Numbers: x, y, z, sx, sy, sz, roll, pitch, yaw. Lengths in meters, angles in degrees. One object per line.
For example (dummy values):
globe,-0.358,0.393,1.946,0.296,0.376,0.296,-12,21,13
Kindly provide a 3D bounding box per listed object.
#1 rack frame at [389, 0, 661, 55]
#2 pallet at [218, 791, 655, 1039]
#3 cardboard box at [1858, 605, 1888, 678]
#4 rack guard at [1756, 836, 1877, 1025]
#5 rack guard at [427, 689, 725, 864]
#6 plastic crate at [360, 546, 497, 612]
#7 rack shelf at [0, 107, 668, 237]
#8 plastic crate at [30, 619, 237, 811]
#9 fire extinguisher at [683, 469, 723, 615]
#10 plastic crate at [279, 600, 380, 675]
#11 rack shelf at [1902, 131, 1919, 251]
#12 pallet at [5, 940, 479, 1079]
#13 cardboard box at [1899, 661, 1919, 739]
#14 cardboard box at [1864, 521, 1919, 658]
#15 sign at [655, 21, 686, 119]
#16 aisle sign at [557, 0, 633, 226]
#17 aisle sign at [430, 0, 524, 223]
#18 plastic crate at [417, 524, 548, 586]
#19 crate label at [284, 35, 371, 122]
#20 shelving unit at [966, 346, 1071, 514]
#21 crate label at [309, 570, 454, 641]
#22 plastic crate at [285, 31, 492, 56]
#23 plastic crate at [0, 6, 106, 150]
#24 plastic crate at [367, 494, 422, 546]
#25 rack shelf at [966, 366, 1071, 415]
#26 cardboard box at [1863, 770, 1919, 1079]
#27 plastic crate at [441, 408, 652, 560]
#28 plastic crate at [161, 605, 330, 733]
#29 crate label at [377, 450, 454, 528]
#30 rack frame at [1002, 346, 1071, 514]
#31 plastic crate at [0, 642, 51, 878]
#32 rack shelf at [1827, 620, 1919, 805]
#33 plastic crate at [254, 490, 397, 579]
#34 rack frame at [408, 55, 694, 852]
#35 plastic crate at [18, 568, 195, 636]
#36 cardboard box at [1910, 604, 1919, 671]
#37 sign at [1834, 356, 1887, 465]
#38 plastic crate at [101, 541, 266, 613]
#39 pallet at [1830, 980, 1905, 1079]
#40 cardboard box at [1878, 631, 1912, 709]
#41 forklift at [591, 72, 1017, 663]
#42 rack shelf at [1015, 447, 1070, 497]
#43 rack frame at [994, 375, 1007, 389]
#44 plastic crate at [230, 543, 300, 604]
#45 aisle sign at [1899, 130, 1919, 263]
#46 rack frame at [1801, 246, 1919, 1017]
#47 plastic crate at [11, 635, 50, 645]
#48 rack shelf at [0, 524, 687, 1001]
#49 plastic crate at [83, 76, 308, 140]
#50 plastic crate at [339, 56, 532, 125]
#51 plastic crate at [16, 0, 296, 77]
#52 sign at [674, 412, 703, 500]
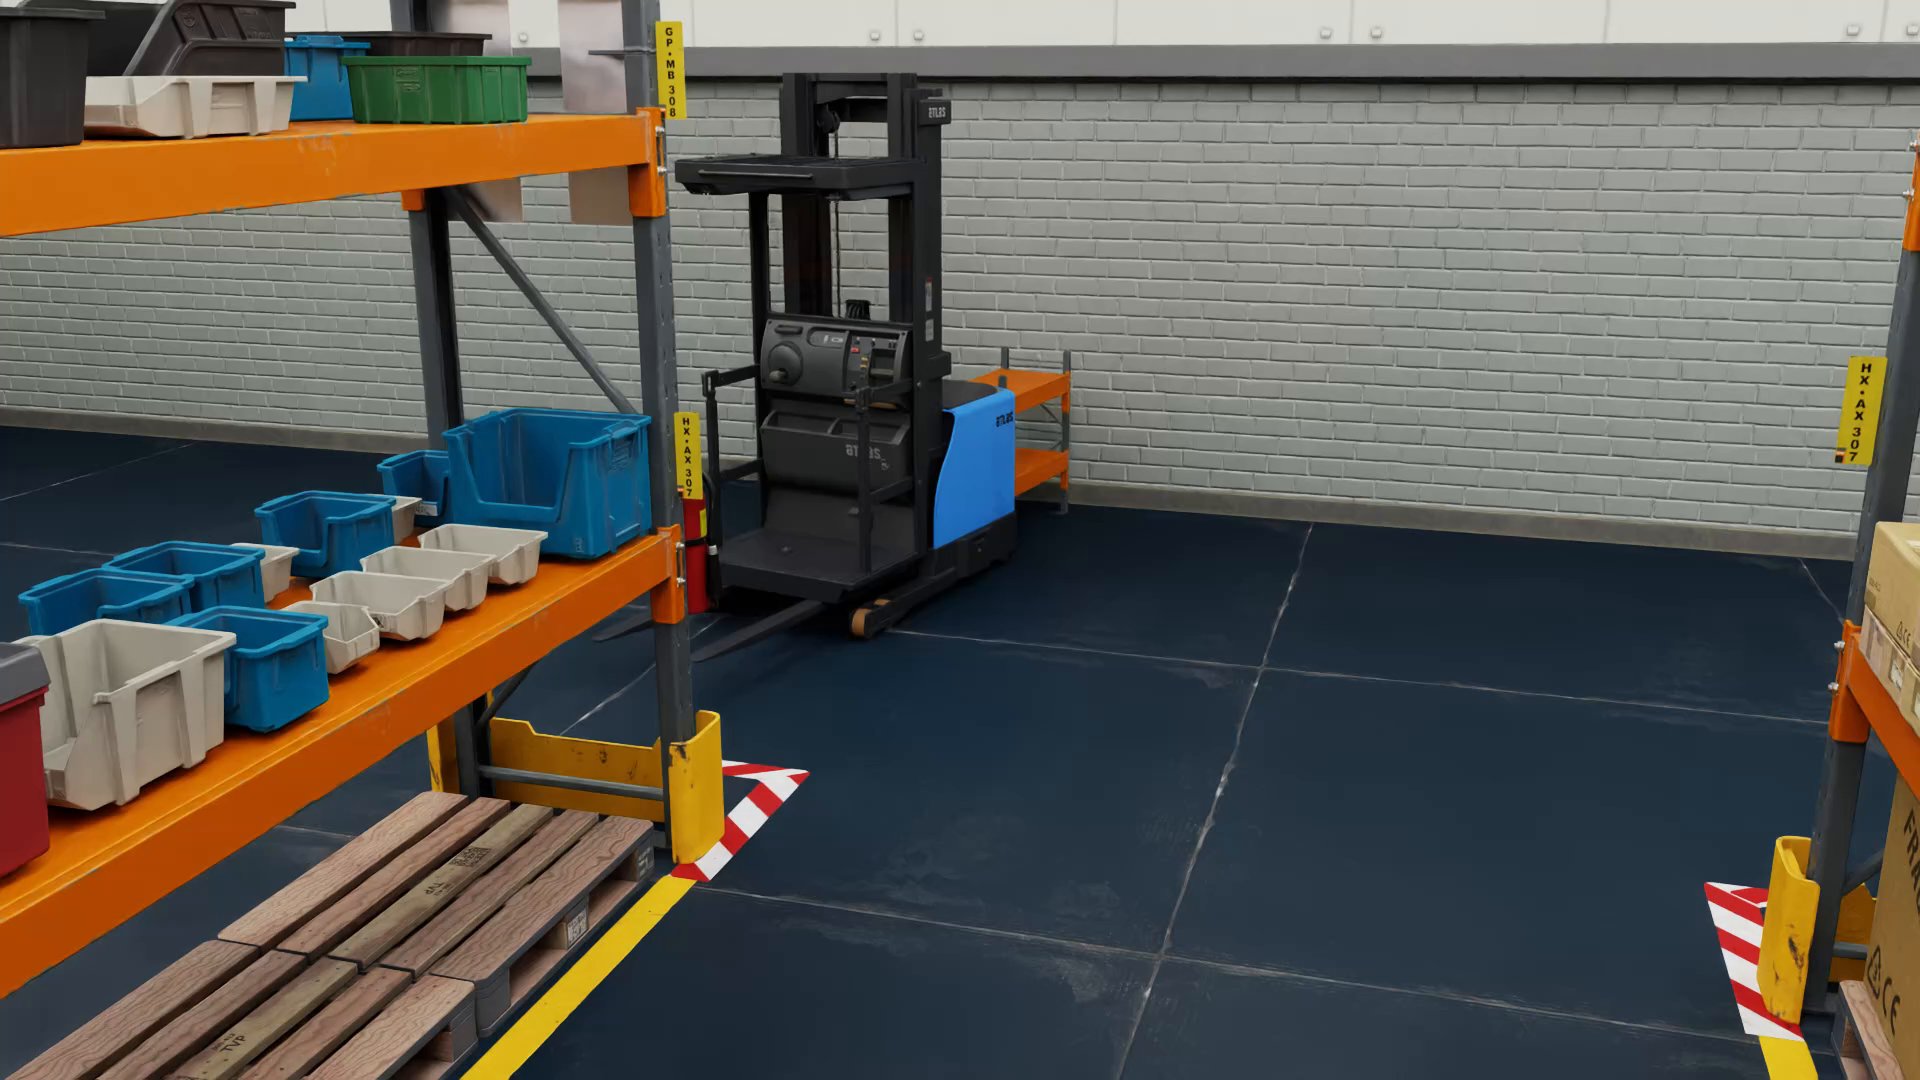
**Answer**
rack frame,-1.532,-3.156,5.466,1.000,3.000,0.127,5,16,16
pallet,-1.804,1.284,5.915,1.003,0.211,1.213,5,16,16
cardboard box,2.799,0.302,4.728,0.380,0.149,0.250,5,17,17
rack guard,3.223,1.310,5.294,1.175,0.500,0.348,5,16,16
rack guard,-1.538,0.925,6.652,1.175,0.500,0.348,5,16,16
plastic crate,-1.687,0.130,5.248,0.396,0.136,0.243,5,16,16
rack shelf,-2.101,-0.844,4.129,1.077,0.370,4.000,5,16,16
plastic crate,-2.059,0.419,3.961,0.437,0.282,0.530,5,16,16
fire extinguisher,-1.054,-0.058,6.361,0.296,0.674,0.183,5,16,16
plastic crate,-1.809,0.284,4.706,0.298,0.136,0.250,5,16,16
rack shelf,2.648,-0.460,2.775,1.077,0.370,4.000,5,16,16
pallet,-2.153,1.602,4.794,1.003,0.211,1.213,5,16,16
cardboard box,2.655,0.436,4.255,0.380,0.149,0.250,4,16,15
cardboard box,2.821,0.148,4.542,0.500,0.250,0.500,4,16,14
sign,-1.000,-1.624,5.754,0.100,0.325,0.005,5,16,16
aisle sign,-1.231,-1.517,5.917,0.394,0.787,0.004,5,16,16
aisle sign,-1.797,-1.563,6.078,0.394,0.787,0.004,5,16,16
plastic crate,-1.591,0.055,5.511,0.396,0.136,0.243,5,16,16
crate label,-2.105,-1.425,5.133,0.408,0.251,0.502,5,16,16
shelving unit,0.288,-0.628,10.981,0.538,1.125,1.048,8,18,26
crate label,-1.743,0.205,4.984,0.396,0.136,0.243,5,16,16
plastic crate,-1.909,-1.571,5.615,0.497,0.269,0.590,5,16,16
plastic crate,-2.053,-0.908,3.275,0.497,0.269,0.590,5,16,16
plastic crate,-2.089,-0.056,5.902,0.250,0.136,0.298,5,16,16
rack shelf,0.288,-0.909,10.902,0.538,0.278,1.000,8,18,26
cardboard box,3.111,1.108,4.551,0.875,0.875,0.875,5,16,16
plastic crate,-1.449,-0.214,5.912,0.616,0.435,0.499,5,16,16
plastic crate,-1.870,0.339,4.335,0.416,0.233,0.300,5,16,16
crate label,-1.918,-0.179,6.162,0.416,0.233,0.303,5,16,16
rack frame,0.515,-0.752,11.419,0.500,1.125,0.032,8,18,26
plastic crate,-2.175,0.503,3.333,0.402,0.464,0.583,5,16,16
rack shelf,2.648,0.983,3.184,1.077,0.370,4.000,5,16,16
plastic crate,-2.105,-0.007,5.555,0.416,0.233,0.300,5,16,16
rack frame,-1.532,-0.270,6.285,1.000,3.000,0.127,5,16,16
plastic crate,-2.378,0.244,4.671,0.416,0.233,0.300,5,16,16
cardboard box,2.680,0.284,4.060,0.500,0.250,0.500,4,16,15
sign,2.686,-0.385,4.959,0.100,0.325,0.005,5,16,16
plastic crate,-2.292,0.165,4.947,0.416,0.233,0.300,5,16,16
pallet,3.064,1.671,4.552,1.003,0.211,1.213,5,16,16
cardboard box,2.727,0.369,4.491,0.380,0.149,0.250,4,16,15
forklift,-0.806,-1.018,9.048,1.130,2.935,3.031,9,18,28
rack shelf,0.288,-0.393,11.048,0.538,0.278,1.000,8,18,26
rack frame,0.060,-0.504,10.544,0.500,1.125,0.032,8,18,26
plastic crate,-2.282,0.122,5.276,0.250,0.136,0.298,5,16,16
aisle sign,2.949,-1.179,4.724,0.394,0.787,0.004,5,16,16
rack frame,3.216,0.114,4.931,1.000,3.000,0.127,5,16,16
plastic crate,-2.463,0.395,4.312,0.293,0.136,0.466,5,16,16
rack shelf,-2.101,0.599,4.538,1.077,0.370,4.000,5,16,16
plastic crate,-1.882,-1.027,3.938,0.437,0.136,0.530,5,16,16
plastic crate,-1.539,-1.331,4.917,0.450,0.188,0.336,5,16,16
plastic crate,-2.230,-1.305,4.550,0.504,0.338,0.767,5,16,16
sign,-1.000,-0.310,6.127,0.100,0.325,0.005,5,16,16
